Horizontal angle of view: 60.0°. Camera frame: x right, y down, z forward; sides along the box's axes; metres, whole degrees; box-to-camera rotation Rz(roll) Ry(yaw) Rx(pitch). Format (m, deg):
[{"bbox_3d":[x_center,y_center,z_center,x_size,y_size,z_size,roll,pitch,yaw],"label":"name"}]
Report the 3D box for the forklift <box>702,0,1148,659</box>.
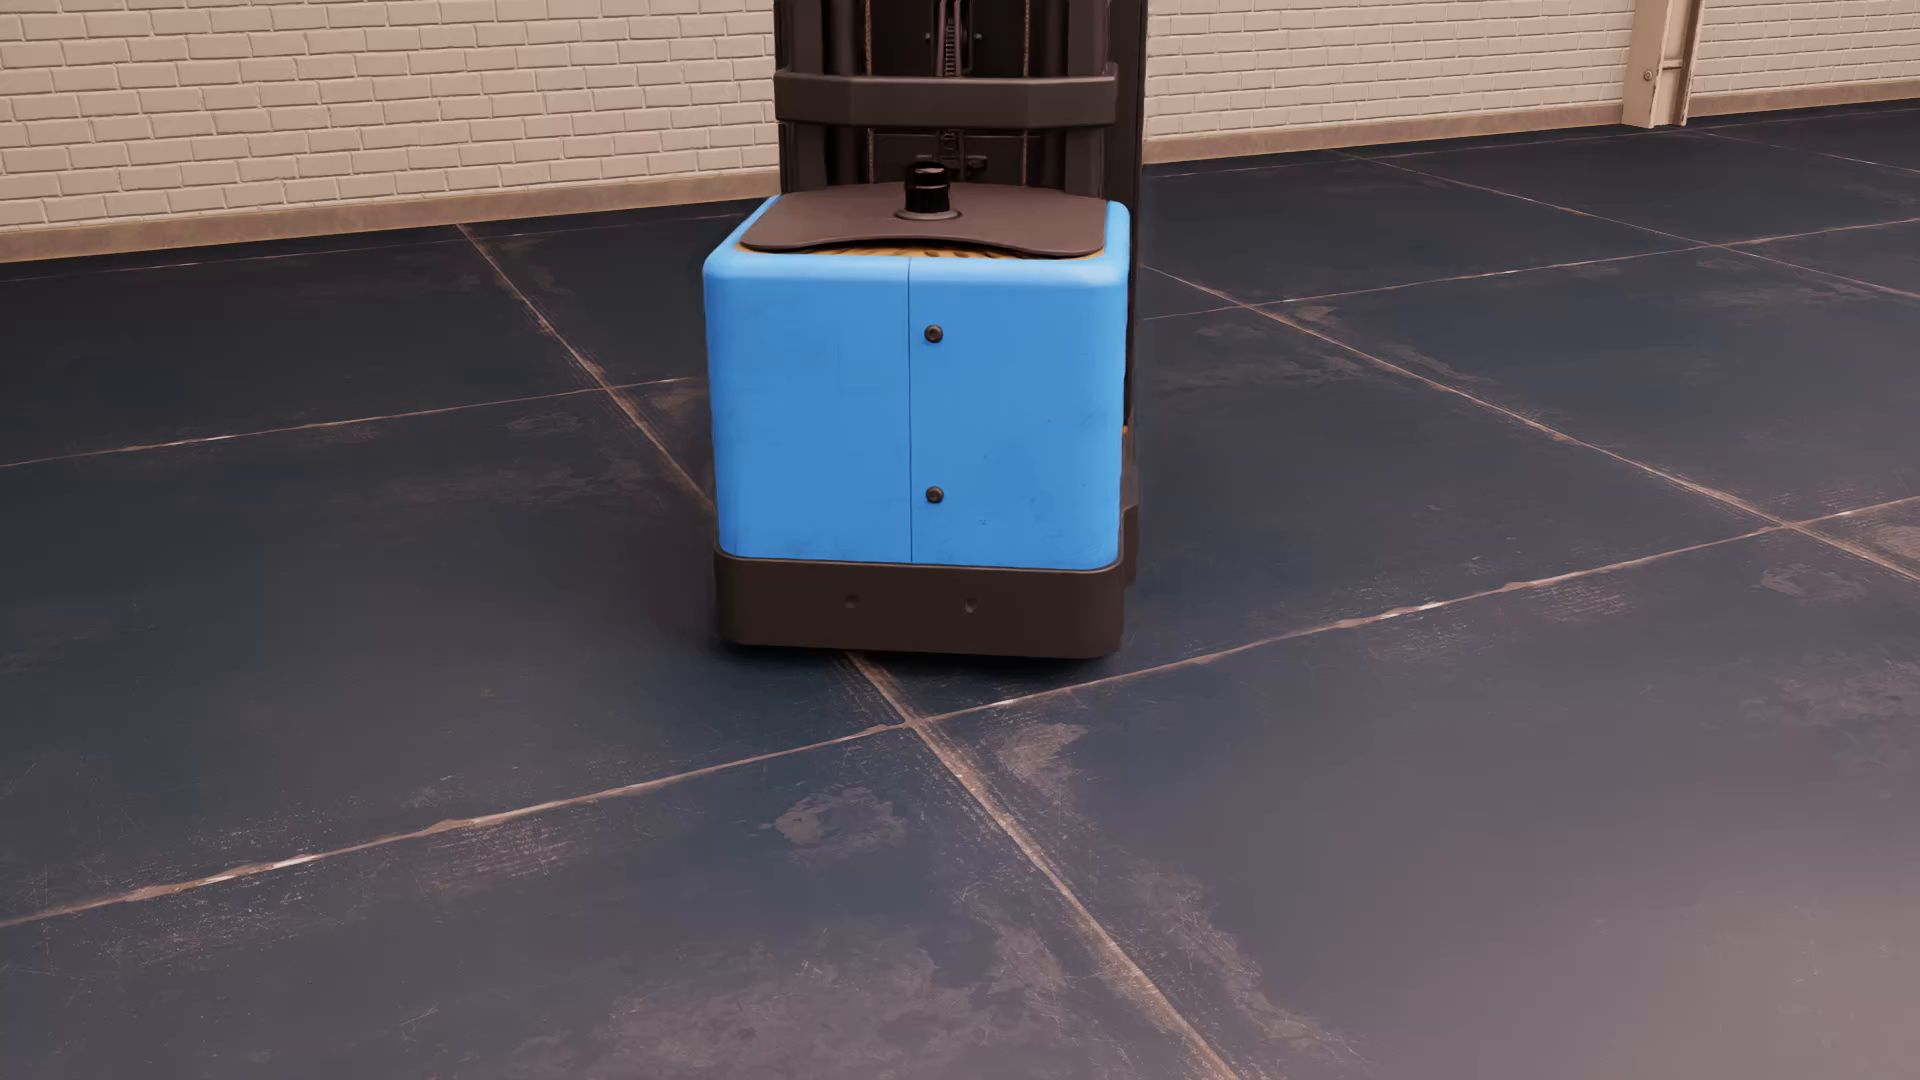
[{"bbox_3d":[0.025,-1.579,5.088,1.130,2.935,3.031,2,23,5],"label":"forklift"}]
